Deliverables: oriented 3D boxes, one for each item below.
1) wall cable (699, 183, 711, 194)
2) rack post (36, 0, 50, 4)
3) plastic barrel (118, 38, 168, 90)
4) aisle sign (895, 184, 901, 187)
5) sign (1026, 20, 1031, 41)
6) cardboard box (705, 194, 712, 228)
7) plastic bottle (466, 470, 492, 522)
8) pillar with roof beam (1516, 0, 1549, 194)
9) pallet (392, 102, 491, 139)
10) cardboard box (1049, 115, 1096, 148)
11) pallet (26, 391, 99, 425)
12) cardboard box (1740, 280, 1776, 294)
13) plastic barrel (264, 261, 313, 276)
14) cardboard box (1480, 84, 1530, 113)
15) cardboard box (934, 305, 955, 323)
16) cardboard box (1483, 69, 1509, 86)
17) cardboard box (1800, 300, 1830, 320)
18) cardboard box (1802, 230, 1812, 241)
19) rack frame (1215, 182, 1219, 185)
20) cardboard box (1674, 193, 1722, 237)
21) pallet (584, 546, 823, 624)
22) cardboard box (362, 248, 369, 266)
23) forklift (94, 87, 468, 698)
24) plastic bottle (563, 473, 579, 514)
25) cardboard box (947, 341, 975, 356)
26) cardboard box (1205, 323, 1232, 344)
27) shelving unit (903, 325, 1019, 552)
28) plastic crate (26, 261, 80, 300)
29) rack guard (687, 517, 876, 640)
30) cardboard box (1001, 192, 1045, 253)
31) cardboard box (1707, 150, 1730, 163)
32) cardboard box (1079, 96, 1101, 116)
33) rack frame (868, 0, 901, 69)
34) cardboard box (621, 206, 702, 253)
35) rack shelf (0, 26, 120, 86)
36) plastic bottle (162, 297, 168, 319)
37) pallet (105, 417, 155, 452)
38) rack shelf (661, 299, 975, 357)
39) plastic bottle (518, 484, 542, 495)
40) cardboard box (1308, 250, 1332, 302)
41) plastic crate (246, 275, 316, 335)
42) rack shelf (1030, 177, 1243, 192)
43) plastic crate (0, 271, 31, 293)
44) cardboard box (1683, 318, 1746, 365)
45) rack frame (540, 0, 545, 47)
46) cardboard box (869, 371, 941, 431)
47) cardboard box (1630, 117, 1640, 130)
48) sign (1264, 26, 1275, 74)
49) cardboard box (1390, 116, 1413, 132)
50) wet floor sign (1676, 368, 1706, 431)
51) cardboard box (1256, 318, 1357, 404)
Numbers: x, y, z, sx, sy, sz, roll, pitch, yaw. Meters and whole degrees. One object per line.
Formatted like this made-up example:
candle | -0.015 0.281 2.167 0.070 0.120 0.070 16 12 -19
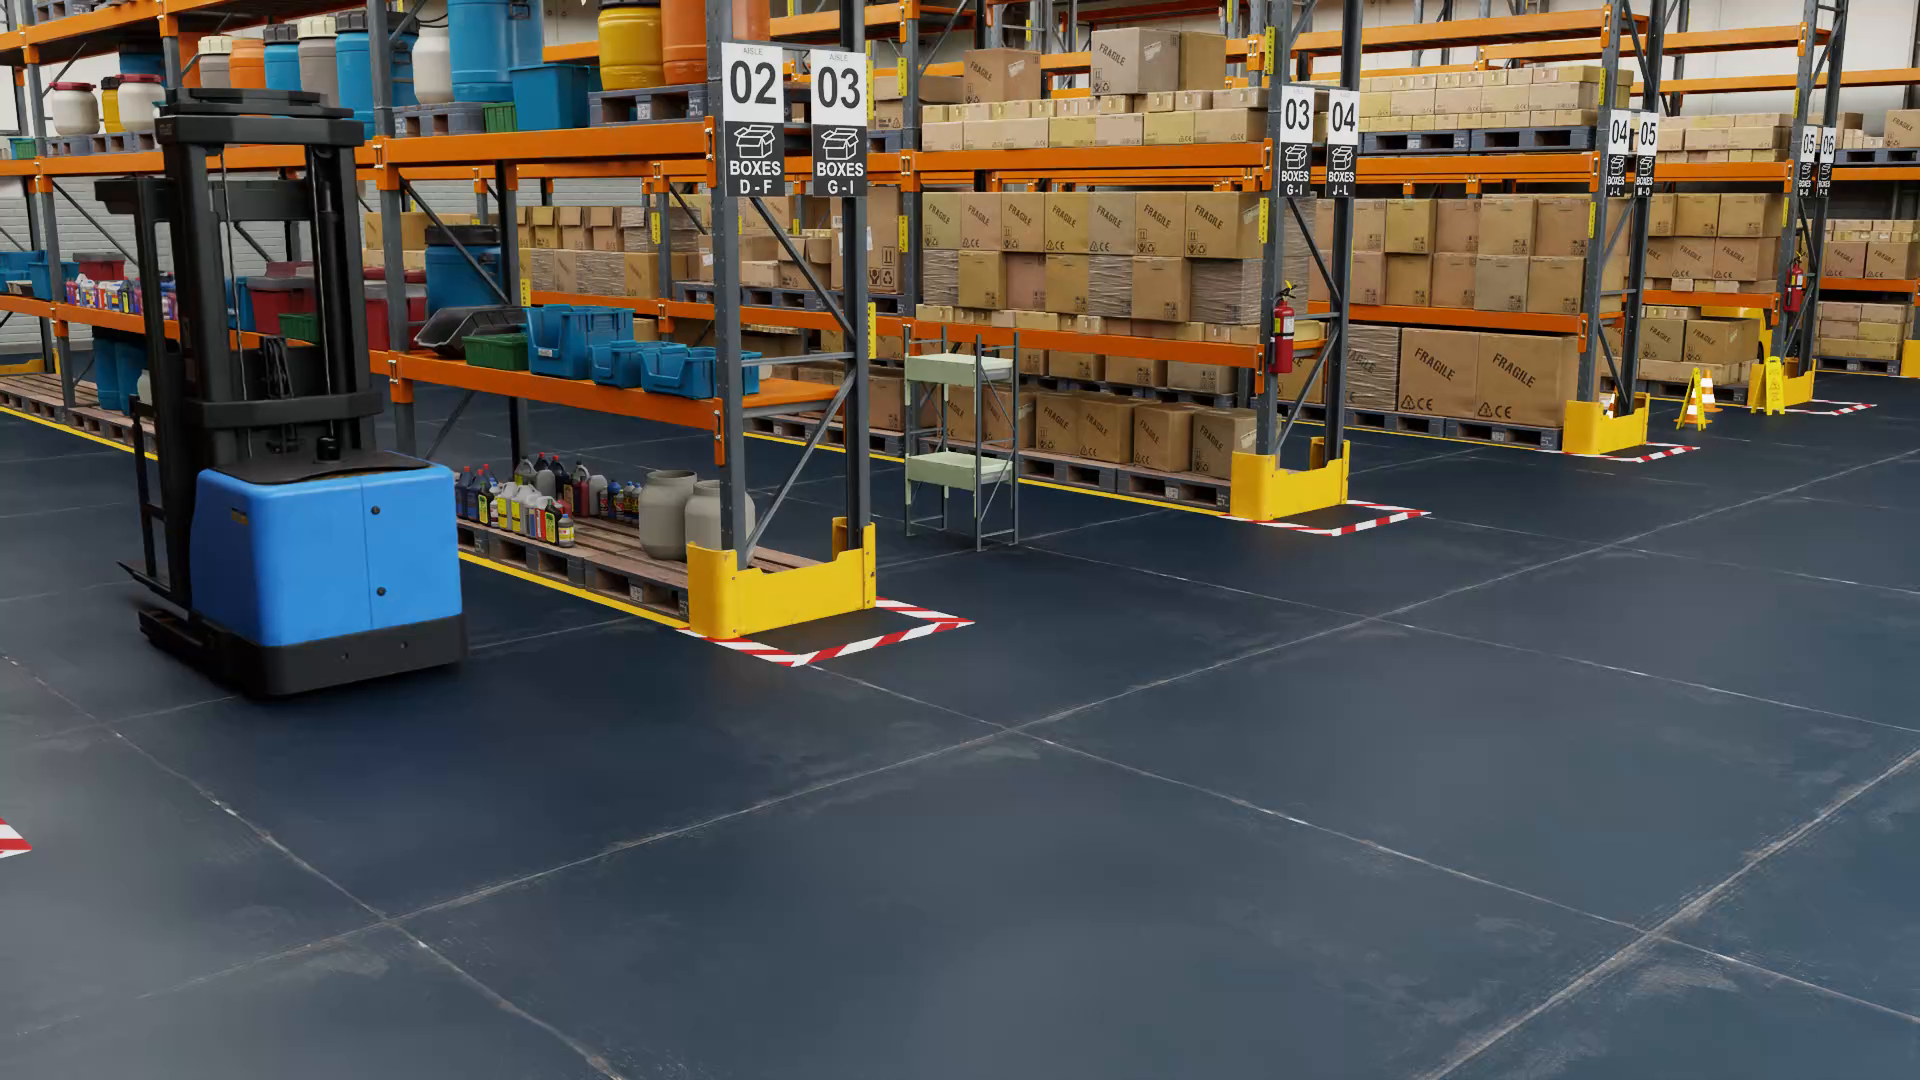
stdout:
wall cable | -5.144 -6.751 34.653 0.585 1.953 0.123 -11 16 -43
rack post | -8.662 -5.538 16.678 0.937 0.300 0.954 -11 16 -44
plastic barrel | -7.932 -4.457 16.392 0.600 0.901 0.708 -11 16 -43
aisle sign | -1.059 -6.746 30.778 0.394 0.787 0.004 -11 16 -43
sign | 1.110 -8.235 26.873 0.100 0.325 0.005 -11 16 -43
cardboard box | -3.575 -5.071 25.626 0.500 0.500 0.500 11 16 43
plastic bottle | -3.309 -0.311 11.463 0.185 0.351 0.144 11 16 43
pillar with roof beam | 6.317 -7.217 24.642 9.100 9.000 0.400 -11 16 -43
pallet | -3.127 -2.881 11.498 1.213 0.211 1.003 -11 16 -43
cardboard box | 1.086 -3.355 13.698 0.500 0.250 0.500 -11 16 -44
pallet | -9.757 -1.500 18.669 1.003 0.211 1.213 -11 16 -43
cardboard box | 9.403 -2.986 19.591 0.380 0.149 0.250 -10 15 -41
plastic barrel | -5.919 -2.221 14.922 0.600 0.536 0.708 -11 16 -43
cardboard box | 5.420 -4.281 16.169 0.500 0.250 0.500 -11 16 -42
cardboard box | -0.020 -2.052 15.060 0.380 0.149 0.250 -11 16 -43
cardboard box | 5.299 -4.484 16.167 0.380 0.149 0.250 -11 16 -42
cardboard box | 12.147 -3.294 23.764 0.500 0.250 0.500 -11 16 -42
cardboard box | 12.058 -4.338 23.679 0.380 0.149 0.250 -11 16 -42
rack frame | 5.116 -5.527 31.306 1.000 3.000 0.127 -11 16 -43
cardboard box | 8.961 -3.887 19.883 0.700 0.500 0.500 -11 16 -42
pallet | -1.578 0.229 10.275 1.003 0.211 1.213 -11 16 -43
cardboard box | -8.265 -4.002 23.539 0.500 0.250 0.500 11 16 44
forklift | -3.904 -0.910 9.066 1.130 2.935 3.031 -10 15 -41
plastic bottle | -2.744 -0.334 11.743 0.061 0.283 0.133 -11 16 -43
cardboard box | 0.137 -2.588 22.192 0.500 0.500 0.500 -11 16 -43
cardboard box | 2.130 -1.629 13.008 0.380 0.149 0.250 -11 16 -43
shelving unit | 0.005 -0.734 11.755 0.431 1.500 0.755 -11 16 -43
plastic crate | -9.790 -2.806 17.989 0.392 0.384 0.575 -11 16 -43
rack guard | -1.020 0.207 9.667 1.175 0.500 0.348 -11 16 -43
cardboard box | 0.704 -2.724 14.237 0.500 0.500 0.500 -11 16 -43
cardboard box | 9.013 -4.518 19.598 0.380 0.149 0.250 -10 15 -41
cardboard box | 1.182 -3.528 13.553 0.250 0.149 0.380 11 16 42
rack frame | -1.234 -8.357 30.175 1.000 3.000 0.127 -11 16 -43
cardboard box | -3.370 -3.520 18.828 0.797 0.503 0.637 -10 15 -41
rack shelf | -10.602 -5.446 18.818 1.077 0.370 4.000 -11 16 -43
plastic bottle | -7.340 -2.150 15.404 0.097 0.201 0.097 0 12 0
pallet | -7.871 -1.102 16.736 1.003 0.211 1.213 -11 16 -43
rack shelf | -1.495 -2.226 17.066 1.077 0.370 4.000 -11 16 -43
plastic bottle | -2.925 -0.237 11.288 0.152 0.276 0.135 -11 16 -43
cardboard box | 4.203 -2.907 18.217 0.875 0.550 0.550 -11 16 -43
plastic crate | -5.564 -1.933 13.702 0.402 0.464 0.583 -11 16 -43
rack shelf | 2.910 -5.660 26.300 1.077 0.370 4.000 -11 16 -43
plastic crate | -10.934 -2.977 19.195 0.416 0.233 0.300 -11 16 -43
cardboard box | 9.074 -2.391 19.996 0.500 0.500 0.500 -11 16 -42
rack frame | -5.639 -6.392 20.638 1.000 3.000 0.127 -11 16 -43
cardboard box | -0.522 -1.370 16.234 0.500 0.500 0.700 10 15 41
cardboard box | 8.285 -5.048 20.192 0.380 0.149 0.250 -10 16 -41
sign | 2.233 -3.531 11.990 0.100 0.325 0.005 -11 16 -43
cardboard box | 4.599 -4.241 16.965 0.380 0.149 0.250 -11 16 -42
wet floor sign | 7.757 -1.498 17.582 0.232 0.644 0.267 8 14 35
cardboard box | 3.927 -2.027 18.539 0.875 0.875 0.875 -11 16 -42
